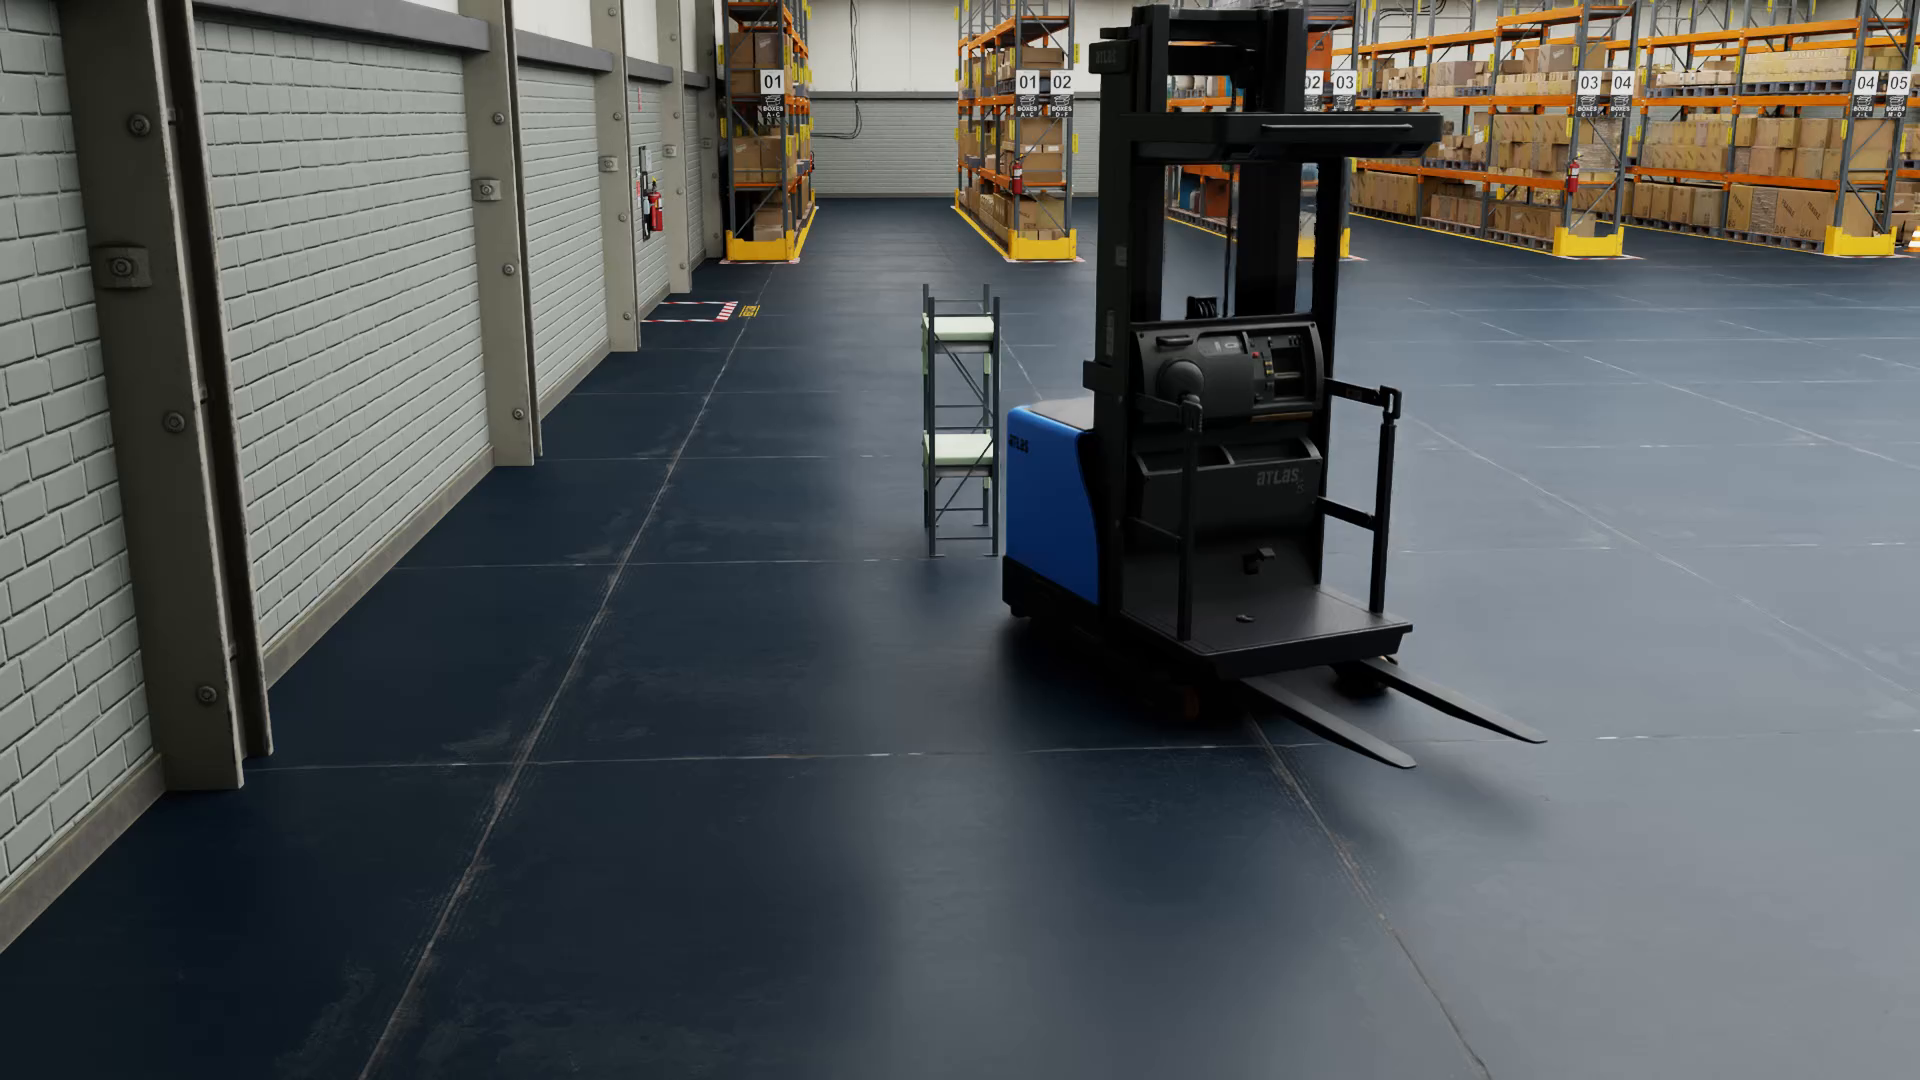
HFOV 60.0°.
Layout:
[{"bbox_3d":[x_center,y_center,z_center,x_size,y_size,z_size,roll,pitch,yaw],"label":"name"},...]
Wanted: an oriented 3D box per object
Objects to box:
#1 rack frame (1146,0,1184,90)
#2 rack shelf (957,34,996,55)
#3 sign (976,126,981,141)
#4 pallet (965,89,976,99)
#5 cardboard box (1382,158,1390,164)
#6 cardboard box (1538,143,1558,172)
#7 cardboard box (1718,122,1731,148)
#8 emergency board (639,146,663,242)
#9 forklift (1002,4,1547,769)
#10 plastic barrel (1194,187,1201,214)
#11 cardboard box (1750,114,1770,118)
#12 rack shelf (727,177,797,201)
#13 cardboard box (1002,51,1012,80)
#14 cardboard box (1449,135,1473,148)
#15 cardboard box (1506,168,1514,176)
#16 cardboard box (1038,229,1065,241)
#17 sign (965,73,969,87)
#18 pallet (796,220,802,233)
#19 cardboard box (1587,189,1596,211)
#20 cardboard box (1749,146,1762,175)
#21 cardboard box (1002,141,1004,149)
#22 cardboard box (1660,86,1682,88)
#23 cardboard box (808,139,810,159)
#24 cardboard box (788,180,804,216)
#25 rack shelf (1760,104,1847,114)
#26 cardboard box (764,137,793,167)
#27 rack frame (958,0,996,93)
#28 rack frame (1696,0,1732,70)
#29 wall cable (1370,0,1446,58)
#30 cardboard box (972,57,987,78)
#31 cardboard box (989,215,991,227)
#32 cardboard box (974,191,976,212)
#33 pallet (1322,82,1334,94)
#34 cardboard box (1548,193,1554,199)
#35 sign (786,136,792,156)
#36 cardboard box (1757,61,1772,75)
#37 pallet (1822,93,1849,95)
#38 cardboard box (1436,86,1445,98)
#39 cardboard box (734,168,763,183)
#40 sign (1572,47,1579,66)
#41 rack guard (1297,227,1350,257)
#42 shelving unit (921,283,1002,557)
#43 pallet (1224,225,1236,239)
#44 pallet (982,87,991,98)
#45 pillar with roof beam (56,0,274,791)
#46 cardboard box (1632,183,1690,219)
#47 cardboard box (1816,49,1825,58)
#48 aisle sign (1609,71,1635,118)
[{"bbox_3d":[5.402,-13.397,44.034,1.000,3.000,0.127,-1,14,-3],"label":"rack frame"},{"bbox_3d":[0.582,-12.474,41.897,1.077,0.370,4.000,-1,14,-3],"label":"rack shelf"},{"bbox_3d":[0.413,-8.938,36.579,0.100,0.325,0.005,-1,14,-3],"label":"sign"},{"bbox_3d":[0.744,-10.361,38.634,1.213,0.211,1.003,-1,14,-3],"label":"pallet"},{"bbox_3d":[10.435,-9.254,39.771,0.500,0.500,0.500,-1,14,-5],"label":"cardboard box"},{"bbox_3d":[11.180,-7.041,30.573,0.875,0.500,0.500,-1,14,-3],"label":"cardboard box"},{"bbox_3d":[16.009,-8.291,34.022,0.700,0.500,0.500,-1,14,-4],"label":"cardboard box"},{"bbox_3d":[-3.914,-4.412,21.156,0.194,1.169,0.643,-1,14,-3],"label":"emergency board"},{"bbox_3d":[1.279,-0.765,7.117,1.130,2.935,3.031,-6,16,-23],"label":"forklift"},{"bbox_3d":[5.781,-7.939,38.861,0.600,0.588,0.708,-1,14,-3],"label":"plastic barrel"},{"bbox_3d":[20.148,-10.644,41.868,0.380,0.149,0.250,-1,14,-5],"label":"cardboard box"},{"bbox_3d":[-3.618,-6.508,30.745,1.077,0.370,4.000,-1,14,-3],"label":"rack shelf"},{"bbox_3d":[1.178,-8.794,30.833,0.797,0.503,0.637,1,14,3],"label":"cardboard box"},{"bbox_3d":[11.049,-8.559,36.228,0.700,0.500,0.500,1,14,5],"label":"cardboard box"},{"bbox_3d":[10.847,-7.155,32.318,0.380,0.149,0.250,-1,14,-3],"label":"cardboard box"},{"bbox_3d":[1.638,-5.445,29.845,0.500,0.250,0.500,-1,14,-3],"label":"cardboard box"},{"bbox_3d":[0.165,-11.114,40.144,0.100,0.325,0.005,-1,14,-3],"label":"sign"},{"bbox_3d":[-3.943,-6.804,36.047,1.003,0.211,1.213,-1,14,-3],"label":"pallet"},{"bbox_3d":[15.412,-8.168,39.925,0.500,0.500,0.500,-1,14,-2],"label":"cardboard box"},{"bbox_3d":[16.137,-7.479,32.775,0.875,0.550,0.550,-1,14,-3],"label":"cardboard box"},{"bbox_3d":[1.025,-7.724,32.524,0.380,0.149,0.250,-1,14,-4],"label":"cardboard box"},{"bbox_3d":[16.028,-10.277,37.728,0.500,0.500,0.500,-1,14,-3],"label":"cardboard box"},{"bbox_3d":[-4.388,-10.176,42.955,0.980,0.700,0.700,-1,14,-4],"label":"cardboard box"},{"bbox_3d":[-3.905,-7.696,37.389,0.750,0.750,0.750,-1,14,-4],"label":"cardboard box"},{"bbox_3d":[20.608,-10.333,39.590,1.077,0.370,4.000,-1,14,-3],"label":"rack shelf"},{"bbox_3d":[-3.245,-6.906,29.602,0.500,0.500,0.500,-1,14,-3],"label":"cardboard box"},{"bbox_3d":[0.458,-13.321,43.741,1.000,3.000,0.127,-1,14,-3],"label":"rack frame"},{"bbox_3d":[20.237,-13.626,44.926,1.000,3.000,0.127,-1,14,-3],"label":"rack frame"},{"bbox_3d":[13.435,-16.490,49.603,2.277,5.999,0.120,-1,14,-3],"label":"wall cable"},{"bbox_3d":[0.638,-11.527,40.579,0.700,0.500,0.500,-1,14,-3],"label":"cardboard box"},{"bbox_3d":[0.857,-6.527,34.052,0.500,0.250,0.500,-1,14,-4],"label":"cardboard box"},{"bbox_3d":[0.591,-7.917,38.909,0.500,0.500,0.500,-1,14,-6],"label":"cardboard box"},{"bbox_3d":[6.440,-8.080,29.771,1.003,0.211,1.213,-1,14,-3],"label":"pallet"},{"bbox_3d":[15.184,-8.732,42.224,0.380,0.149,0.250,-2,15,-6],"label":"cardboard box"},{"bbox_3d":[-2.953,-6.787,28.647,0.100,0.325,0.005,-1,14,-3],"label":"sign"},{"bbox_3d":[15.829,-9.159,32.246,0.500,0.250,0.500,-1,14,-4],"label":"cardboard box"},{"bbox_3d":[20.639,-10.252,38.210,1.213,0.211,1.003,0,14,-1],"label":"pallet"},{"bbox_3d":[10.648,-9.710,36.025,0.500,0.250,0.500,-1,14,-2],"label":"cardboard box"},{"bbox_3d":[-3.717,-6.409,29.178,0.500,0.250,0.500,-1,14,-3],"label":"cardboard box"},{"bbox_3d":[10.782,-8.466,29.115,0.100,0.325,0.005,-1,14,-3],"label":"sign"},{"bbox_3d":[6.342,-5.320,29.698,1.175,0.500,0.348,-1,14,-3],"label":"rack guard"},{"bbox_3d":[0.000,-0.725,9.833,0.431,1.500,0.755,-1,14,-3],"label":"shelving unit"},{"bbox_3d":[6.058,-6.351,34.287,1.003,0.211,1.213,-1,14,-3],"label":"pallet"},{"bbox_3d":[1.085,-9.620,35.754,1.213,0.211,1.003,0,14,-1],"label":"pallet"},{"bbox_3d":[1.382,-3.523,5.659,9.100,9.000,0.400,-1,14,-3],"label":"pillar with roof beam"},{"bbox_3d":[15.746,-7.591,37.180,1.050,0.750,0.750,-1,14,-4],"label":"cardboard box"},{"bbox_3d":[15.887,-8.878,30.351,0.380,0.149,0.250,-1,14,-2],"label":"cardboard box"},{"bbox_3d":[11.640,-7.837,29.247,0.394,0.787,0.004,-1,14,-3],"label":"aisle sign"}]
